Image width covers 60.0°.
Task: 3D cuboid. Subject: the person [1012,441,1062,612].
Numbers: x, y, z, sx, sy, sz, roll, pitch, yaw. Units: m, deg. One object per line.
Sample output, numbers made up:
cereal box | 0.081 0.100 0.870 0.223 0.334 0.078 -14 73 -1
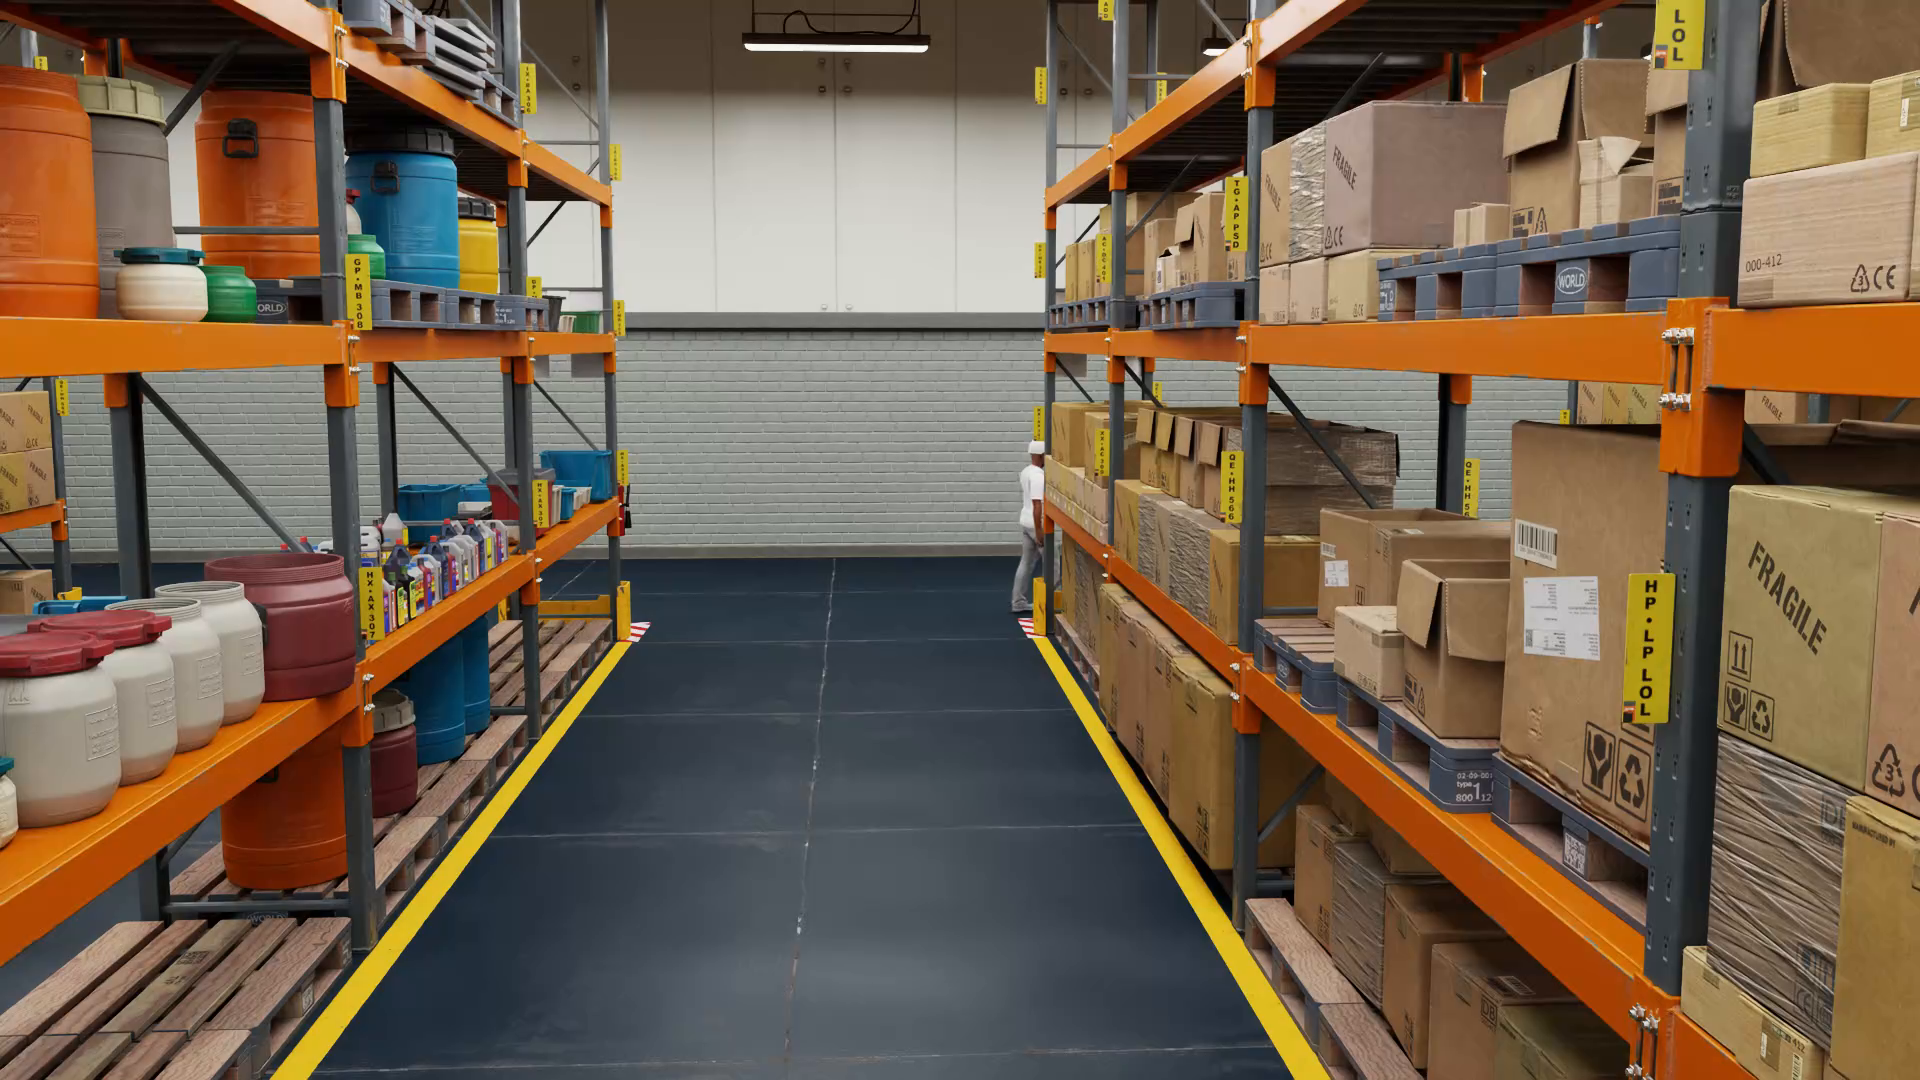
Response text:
person | 0.863 -0.137 16.753 0.676 1.760 0.565 -2 7 -16
